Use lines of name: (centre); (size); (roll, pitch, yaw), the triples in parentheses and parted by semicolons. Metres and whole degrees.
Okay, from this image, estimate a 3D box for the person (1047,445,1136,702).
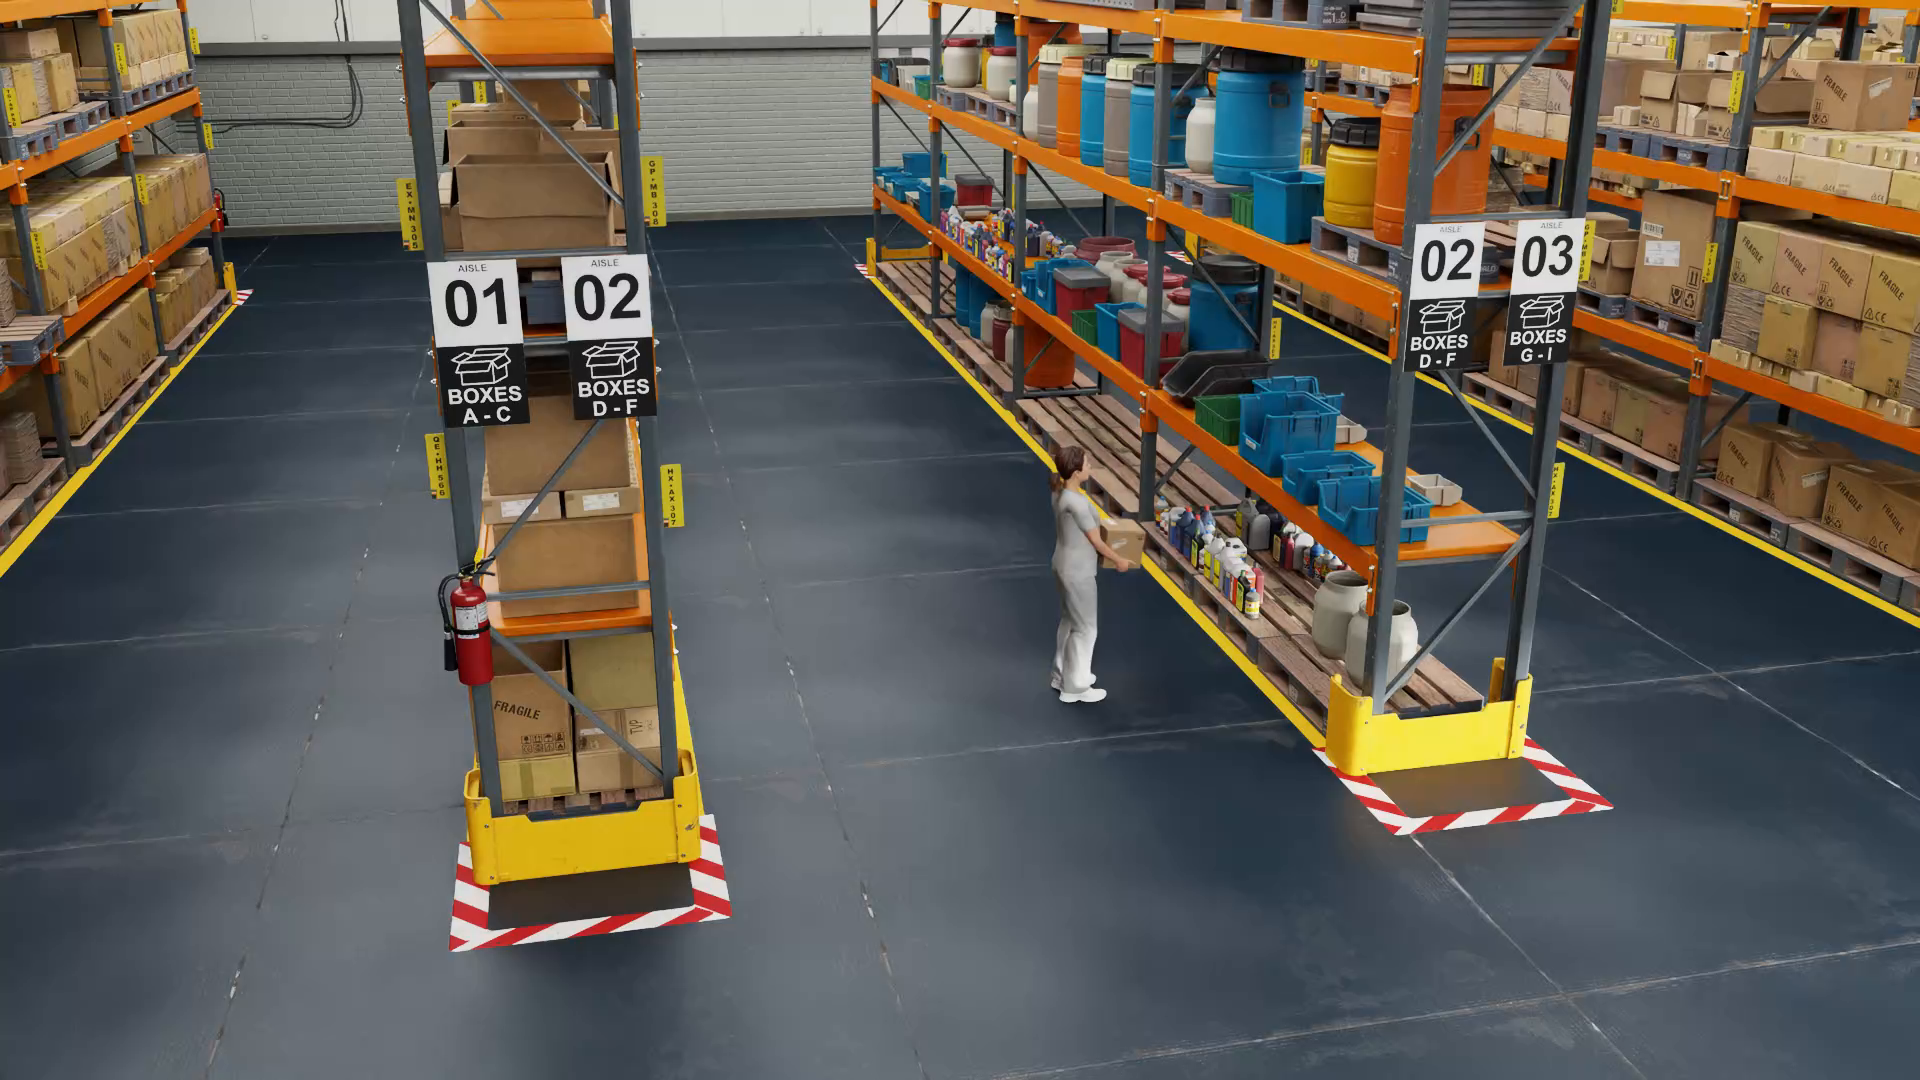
person: (0.807, 0.201, 10.528); (0.549, 1.667, 0.434); (-4, 20, -12)
